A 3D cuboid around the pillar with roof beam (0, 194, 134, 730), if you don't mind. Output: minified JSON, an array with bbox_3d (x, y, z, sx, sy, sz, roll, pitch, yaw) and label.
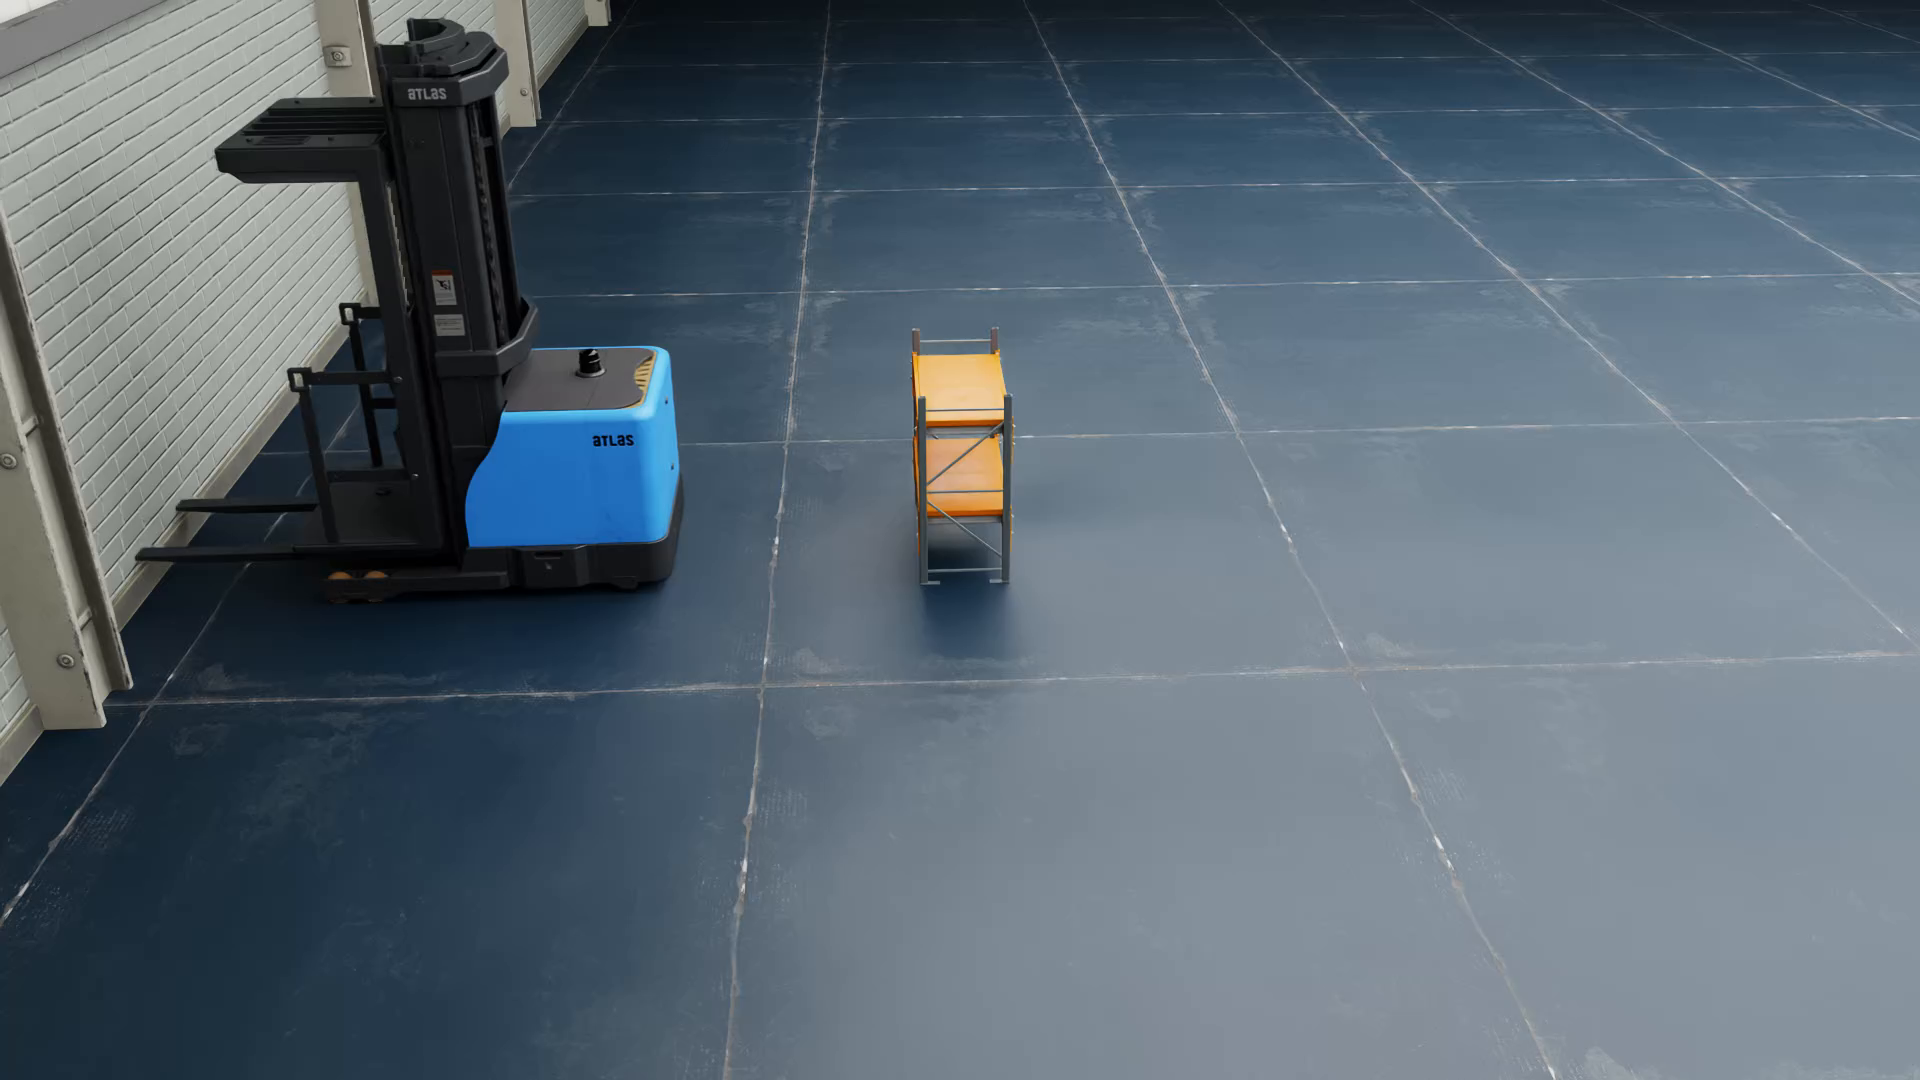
[{"bbox_3d":[0.001,-3.276,6.301,9.100,9.000,0.400,-1,28,-3],"label":"pillar with roof beam"}]

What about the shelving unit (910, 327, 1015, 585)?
[{"bbox_3d":[0.000,-0.496,9.484,0.538,1.125,1.048,-1,28,-3],"label":"shelving unit"}]

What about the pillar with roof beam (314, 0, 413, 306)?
[{"bbox_3d":[-0.312,-6.047,11.614,9.100,9.000,0.400,-1,28,-3],"label":"pillar with roof beam"}]

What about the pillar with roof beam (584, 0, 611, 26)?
[{"bbox_3d":[-0.939,-11.589,22.239,9.100,9.000,0.400,-1,28,-3],"label":"pillar with roof beam"}]

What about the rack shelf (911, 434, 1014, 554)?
[{"bbox_3d":[0.000,-0.279,9.597,0.538,0.278,1.000,-1,28,-3],"label":"rack shelf"}]

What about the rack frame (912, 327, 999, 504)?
[{"bbox_3d":[-0.026,-0.730,9.934,0.500,1.125,0.032,-1,28,-3],"label":"rack frame"}]

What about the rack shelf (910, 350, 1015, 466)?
[{"bbox_3d":[0.000,-0.755,9.349,0.538,0.278,1.000,-1,28,-3],"label":"rack shelf"}]

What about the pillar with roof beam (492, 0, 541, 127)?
[{"bbox_3d":[-0.625,-8.818,16.926,9.100,9.000,0.400,-1,28,-3],"label":"pillar with roof beam"}]

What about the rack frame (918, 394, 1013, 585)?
[{"bbox_3d":[0.027,-0.261,9.034,0.500,1.125,0.032,-1,28,-3],"label":"rack frame"}]

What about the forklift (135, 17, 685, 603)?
[{"bbox_3d":[-3.141,-1.207,8.895,3.031,2.935,1.130,-2,28,-3],"label":"forklift"}]
